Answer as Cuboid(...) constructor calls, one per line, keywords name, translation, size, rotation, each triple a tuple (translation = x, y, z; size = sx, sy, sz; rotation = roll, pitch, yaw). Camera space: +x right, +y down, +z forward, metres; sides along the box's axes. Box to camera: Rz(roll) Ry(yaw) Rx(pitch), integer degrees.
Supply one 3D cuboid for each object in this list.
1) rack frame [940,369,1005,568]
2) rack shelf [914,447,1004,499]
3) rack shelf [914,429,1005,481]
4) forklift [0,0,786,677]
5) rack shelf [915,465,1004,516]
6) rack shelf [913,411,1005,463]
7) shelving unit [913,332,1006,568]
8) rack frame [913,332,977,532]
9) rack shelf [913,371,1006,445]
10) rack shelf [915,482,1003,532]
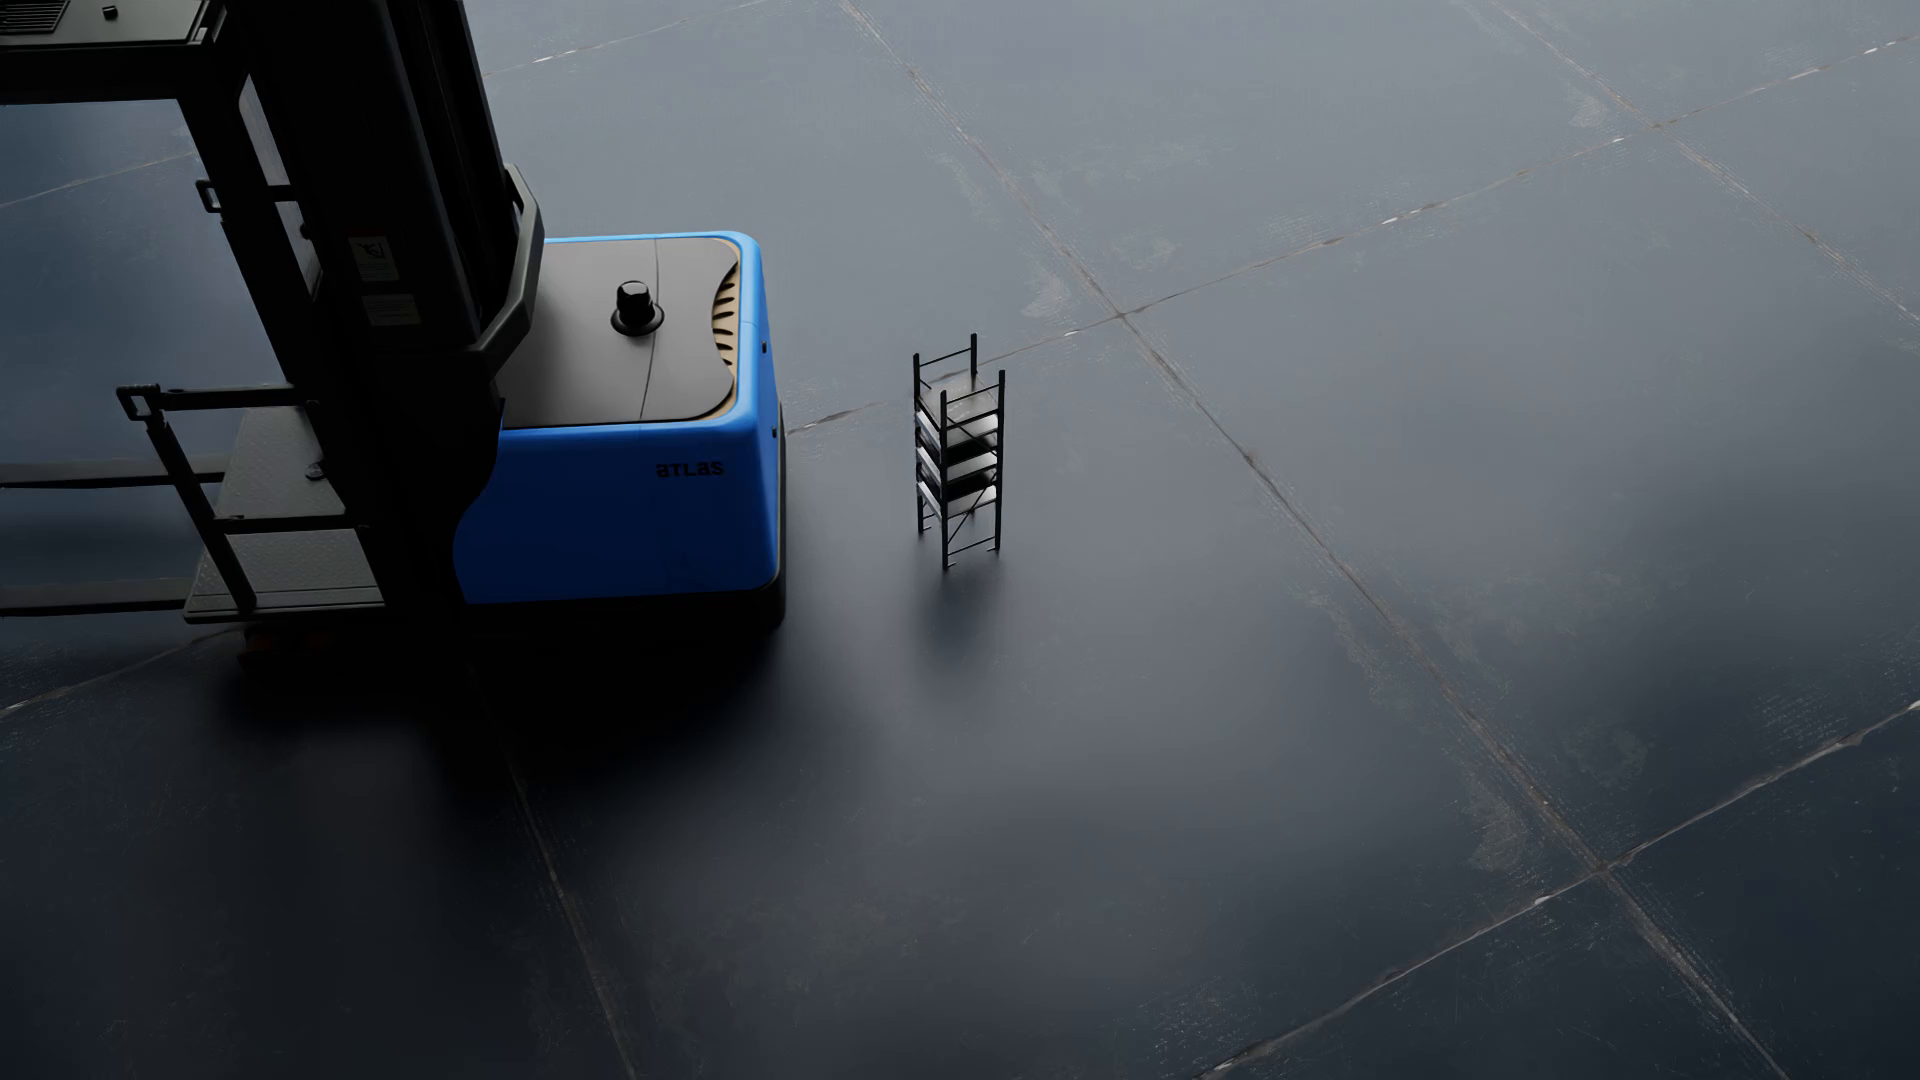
Cuboid(name="rack frame", translation=(0.043, -0.234, 5.857), size=(0.240, 0.900, 0.006), rotation=(-21, 52, -18))
Cuboid(name="rack shelf", translation=(-0.004, -0.280, 5.941), size=(0.258, 0.077, 0.200), rotation=(-21, 52, -18))
Cuboid(name="rack shelf", translation=(-0.004, -0.339, 5.873), size=(0.258, 0.077, 0.200), rotation=(-21, 52, -18))
Cuboid(name="forklift", translation=(-2.162, -0.901, 5.091), size=(3.031, 2.935, 1.130), rotation=(-3, 49, -3))
Cuboid(name="rack shelf", translation=(-0.004, -0.221, 6.009), size=(0.258, 0.077, 0.200), rotation=(-21, 52, -18))
Cuboid(name="rack shelf", translation=(-0.004, -0.398, 5.806), size=(0.258, 0.077, 0.200), rotation=(-21, 52, -18))
Cuboid(name="shelving unit", translation=(-0.004, -0.302, 5.916), size=(0.258, 0.900, 0.210), rotation=(-21, 52, -18))
Cuboid(name="rack frame", translation=(-0.050, -0.370, 5.976), size=(0.240, 0.900, 0.006), rotation=(-21, 52, -18))
Cuboid(name="rack shelf", translation=(-0.004, -0.458, 5.738), size=(0.258, 0.077, 0.200), rotation=(-21, 52, -18))
Cuboid(name="rack shelf", translation=(-0.004, -0.161, 6.077), size=(0.258, 0.077, 0.200), rotation=(-21, 52, -18))
